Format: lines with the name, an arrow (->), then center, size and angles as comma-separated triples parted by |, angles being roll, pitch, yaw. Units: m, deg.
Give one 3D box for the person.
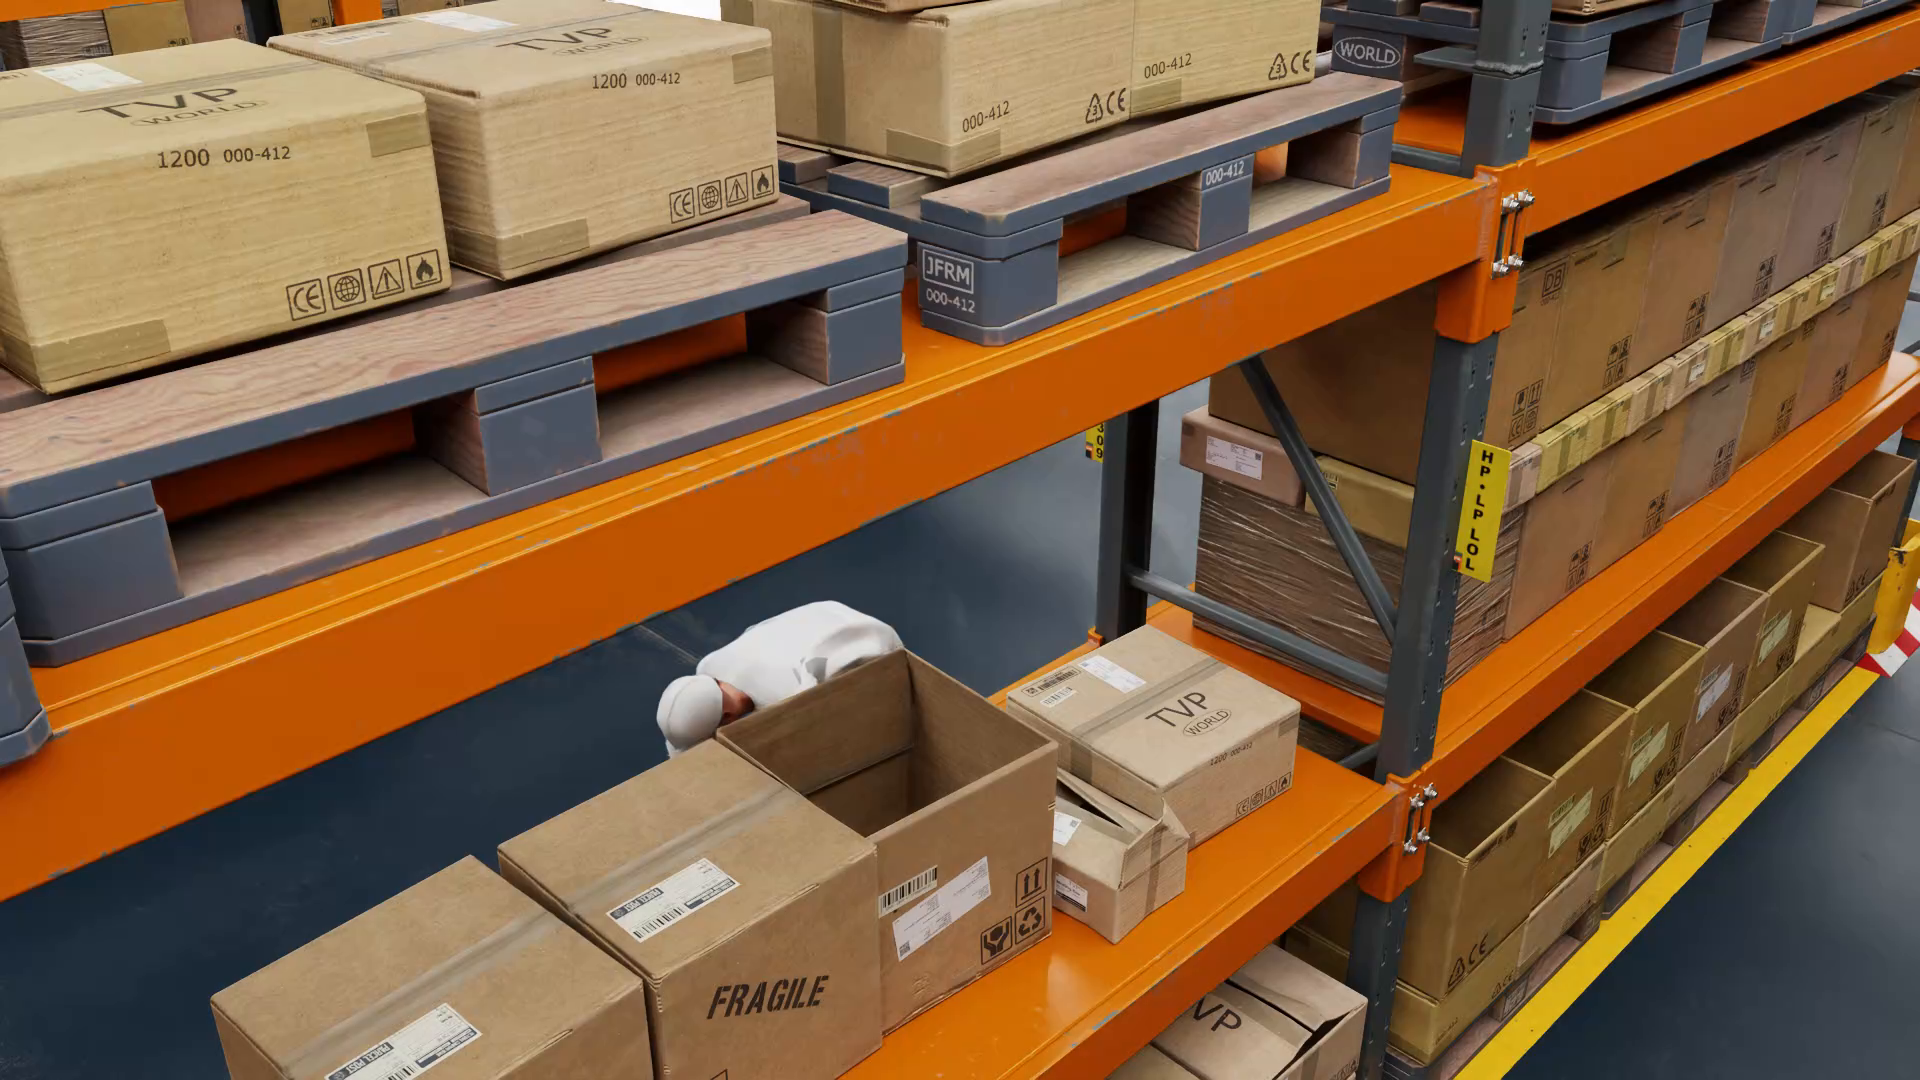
person -> -0.578, 0.750, 5.445 | 0.530, 1.055, 0.958 | 22, 35, 36
